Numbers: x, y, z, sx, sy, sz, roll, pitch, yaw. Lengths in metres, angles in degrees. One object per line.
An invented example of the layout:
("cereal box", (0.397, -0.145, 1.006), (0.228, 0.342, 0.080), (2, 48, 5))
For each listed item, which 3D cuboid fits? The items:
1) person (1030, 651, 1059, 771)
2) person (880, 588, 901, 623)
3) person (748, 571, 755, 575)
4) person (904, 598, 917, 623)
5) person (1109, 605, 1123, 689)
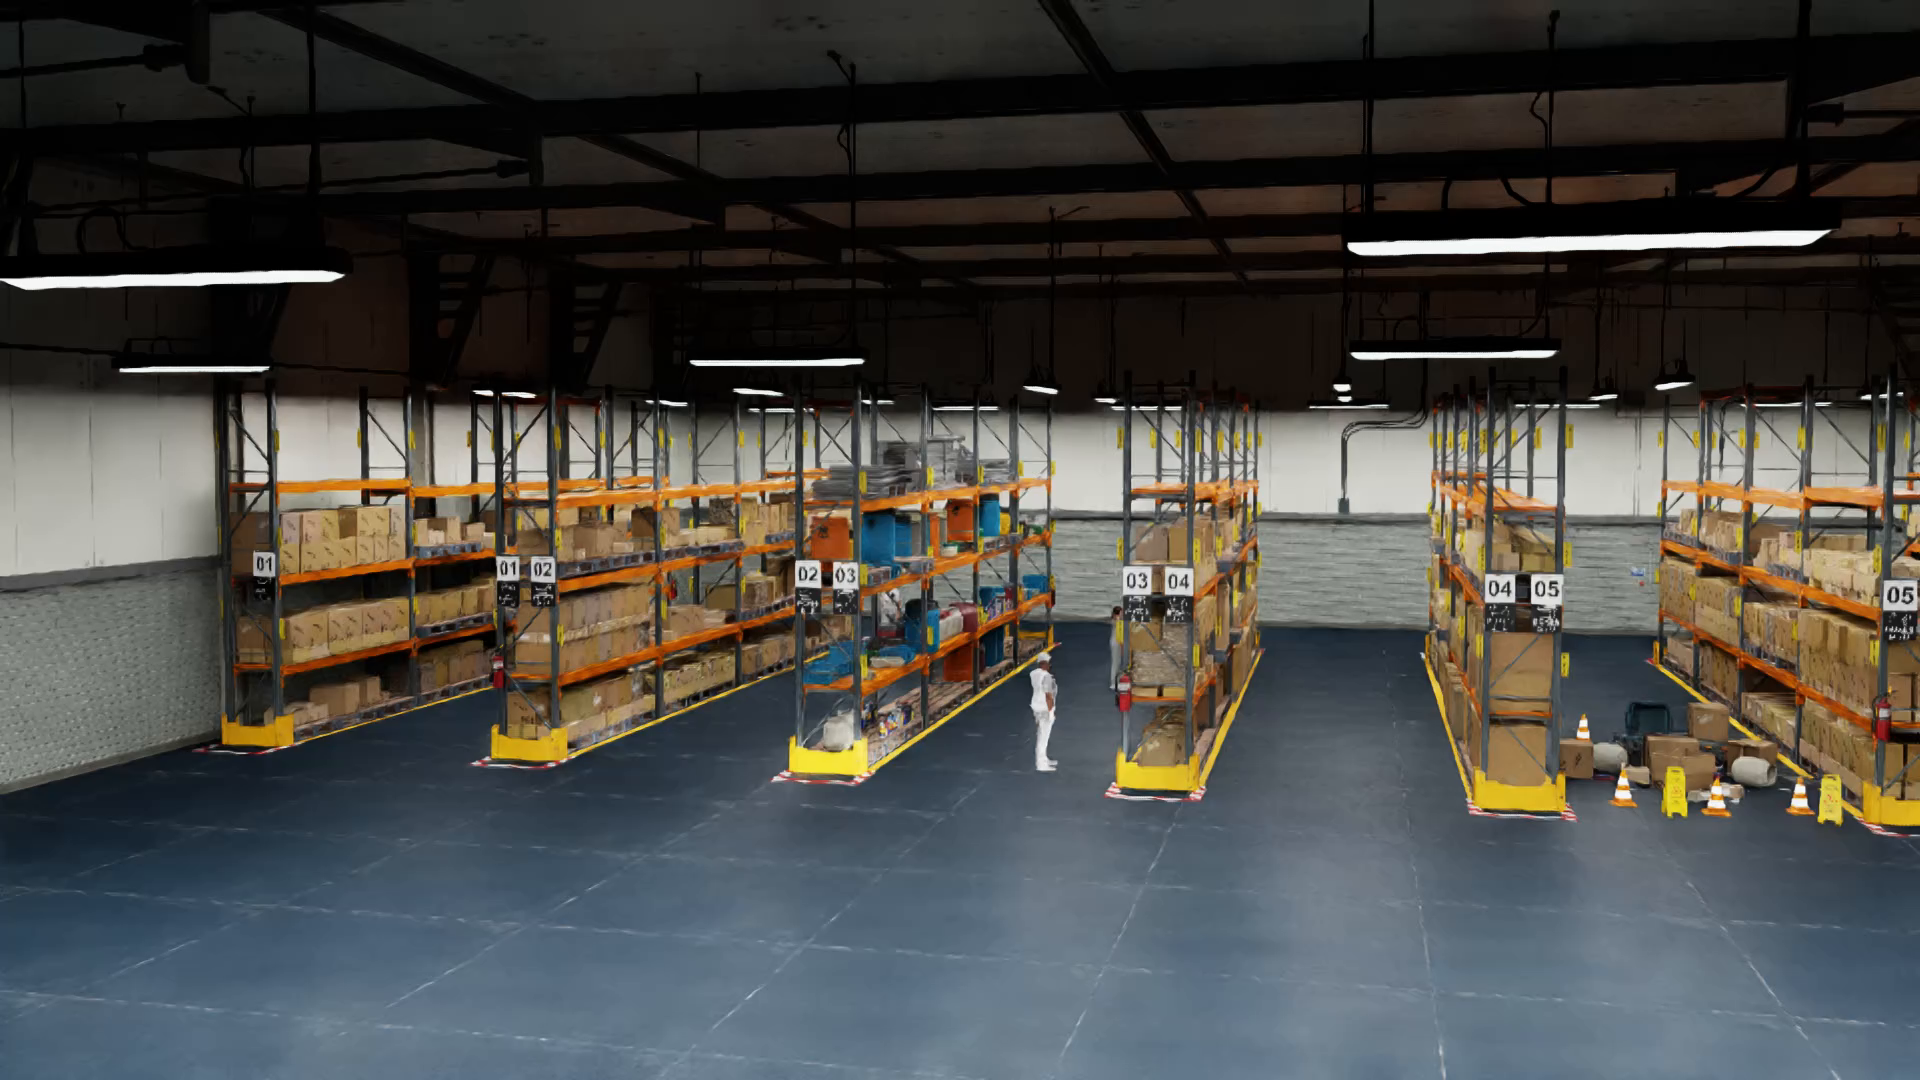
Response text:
("person", (1.315, 2.578, 25.255), (0.457, 1.783, 0.618), (-1, 4, -18))
("person", (-1.670, 1.747, 39.911), (0.554, 1.712, 1.031), (1, 4, 12))
("person", (-5.048, 1.648, 40.816), (0.515, 1.785, 0.638), (-1, 4, -15))
("person", (-0.912, 2.046, 35.814), (0.639, 1.632, 0.512), (1, 4, 12))
("person", (3.215, 2.139, 33.508), (0.454, 1.679, 0.538), (-1, 4, -14))
